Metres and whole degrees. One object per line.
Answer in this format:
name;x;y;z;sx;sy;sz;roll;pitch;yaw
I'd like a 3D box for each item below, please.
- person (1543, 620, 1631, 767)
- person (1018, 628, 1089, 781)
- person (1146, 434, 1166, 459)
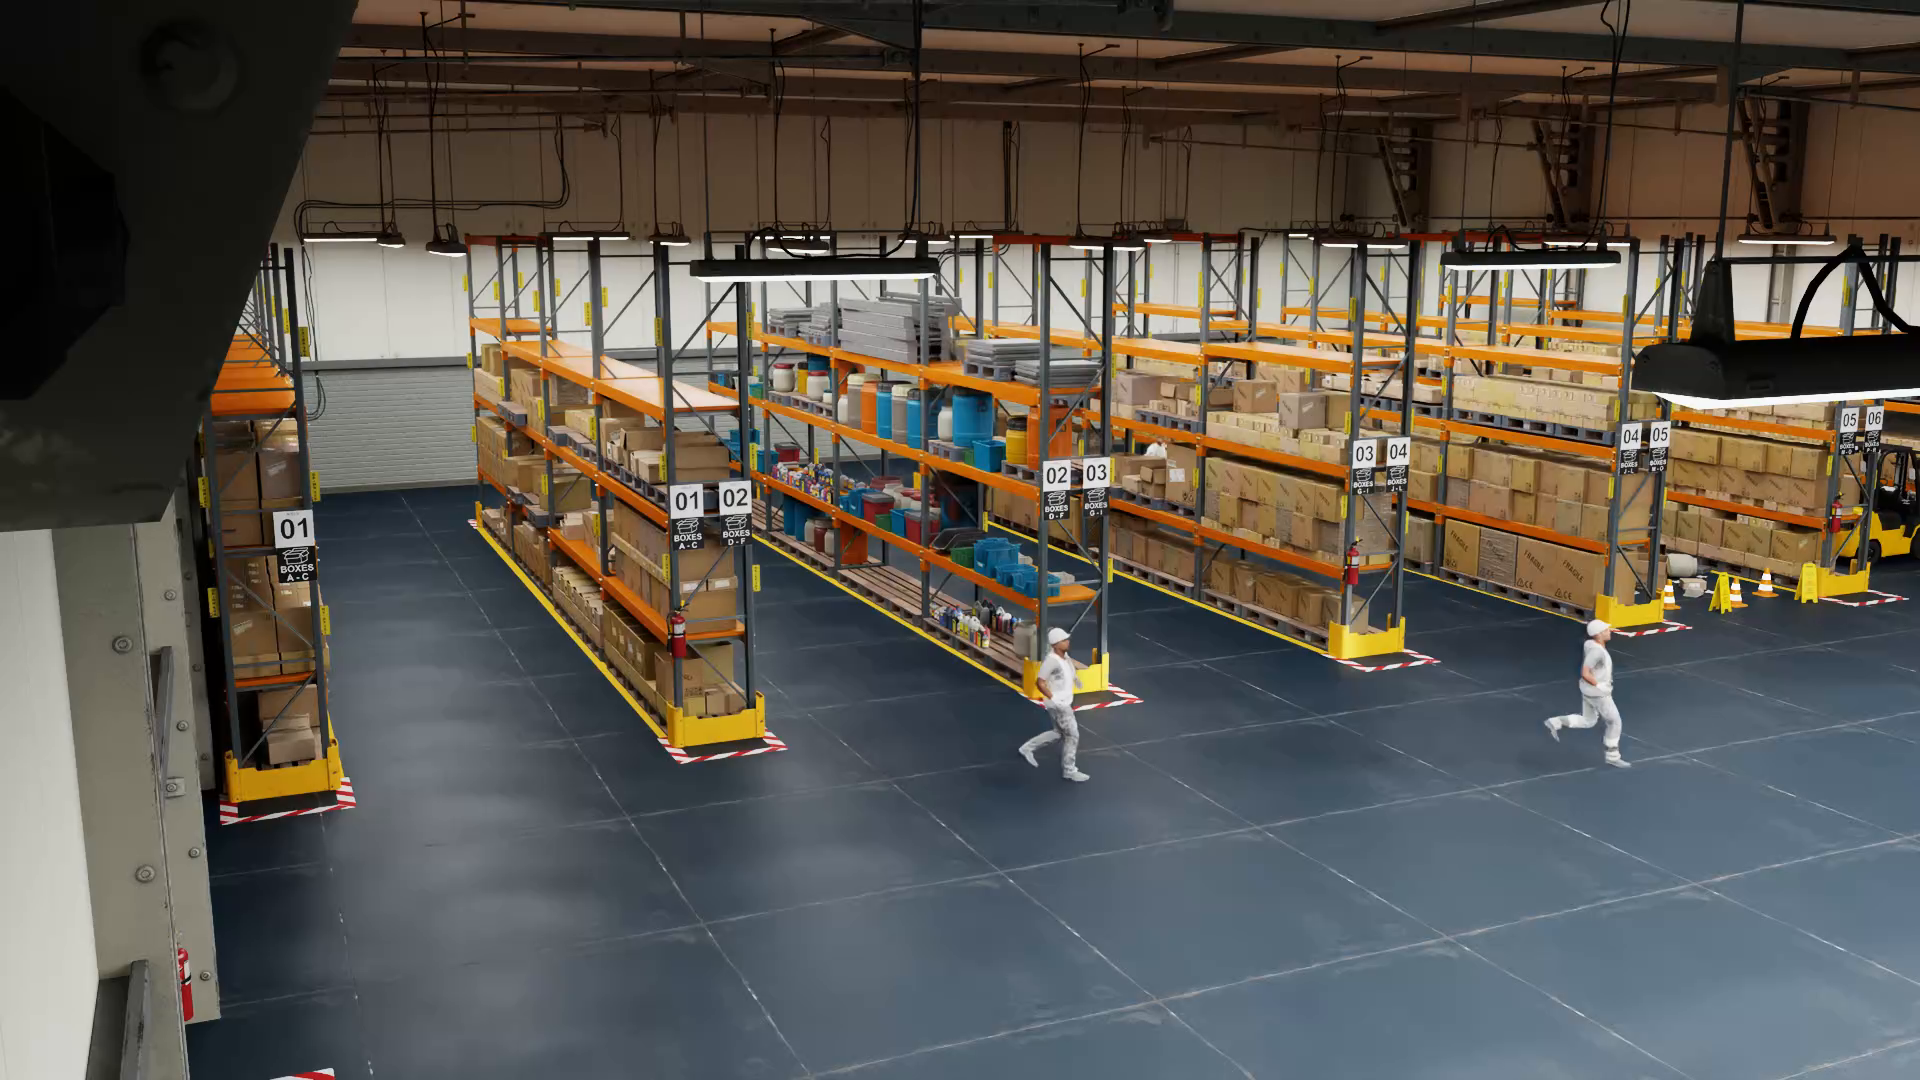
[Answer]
person;7.385;1.784;19.441;0.992;1.759;0.640;2;11;8
person;1.076;1.860;18.938;0.824;1.777;0.673;2;11;9
person;4.348;-1.486;36.158;0.700;1.803;0.692;-6;13;-29
